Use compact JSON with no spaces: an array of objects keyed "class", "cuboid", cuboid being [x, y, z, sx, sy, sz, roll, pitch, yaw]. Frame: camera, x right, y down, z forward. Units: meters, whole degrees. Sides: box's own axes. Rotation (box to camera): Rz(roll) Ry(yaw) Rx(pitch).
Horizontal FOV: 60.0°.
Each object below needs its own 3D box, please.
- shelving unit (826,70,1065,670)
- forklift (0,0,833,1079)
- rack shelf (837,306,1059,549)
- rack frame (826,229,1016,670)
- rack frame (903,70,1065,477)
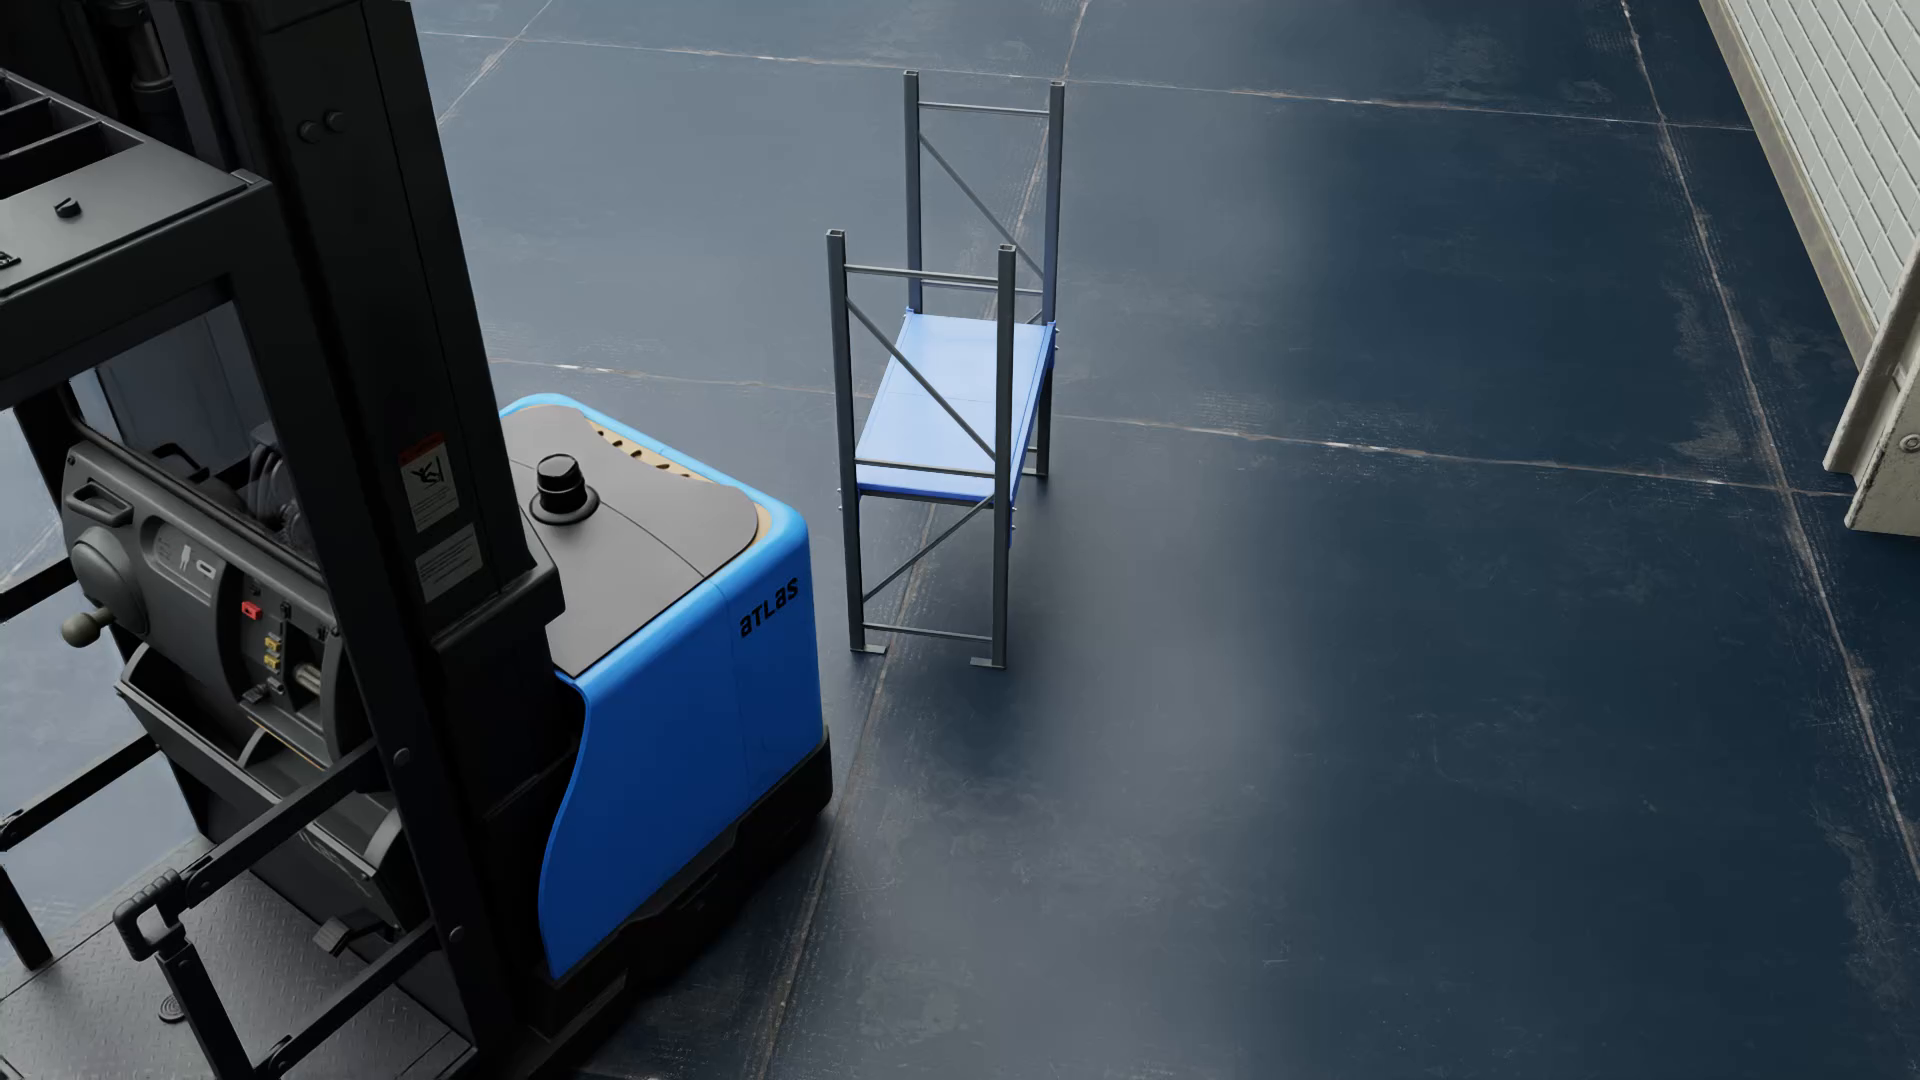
[{"class":"shelving unit","cuboid":[-0.015,-0.524,5.207,0.538,1.500,1.048,6,40,8]},{"class":"forklift","cuboid":[-1.648,0.204,3.203,1.130,2.935,3.031,25,46,27]},{"class":"rack shelf","cuboid":[-0.015,-0.386,5.322,0.538,0.185,1.000,6,40,8]},{"class":"rack frame","cuboid":[-0.103,-0.205,4.821,0.500,1.500,0.032,6,40,8]},{"class":"rack frame","cuboid":[0.073,-0.844,5.593,0.500,1.500,0.032,6,40,8]}]
